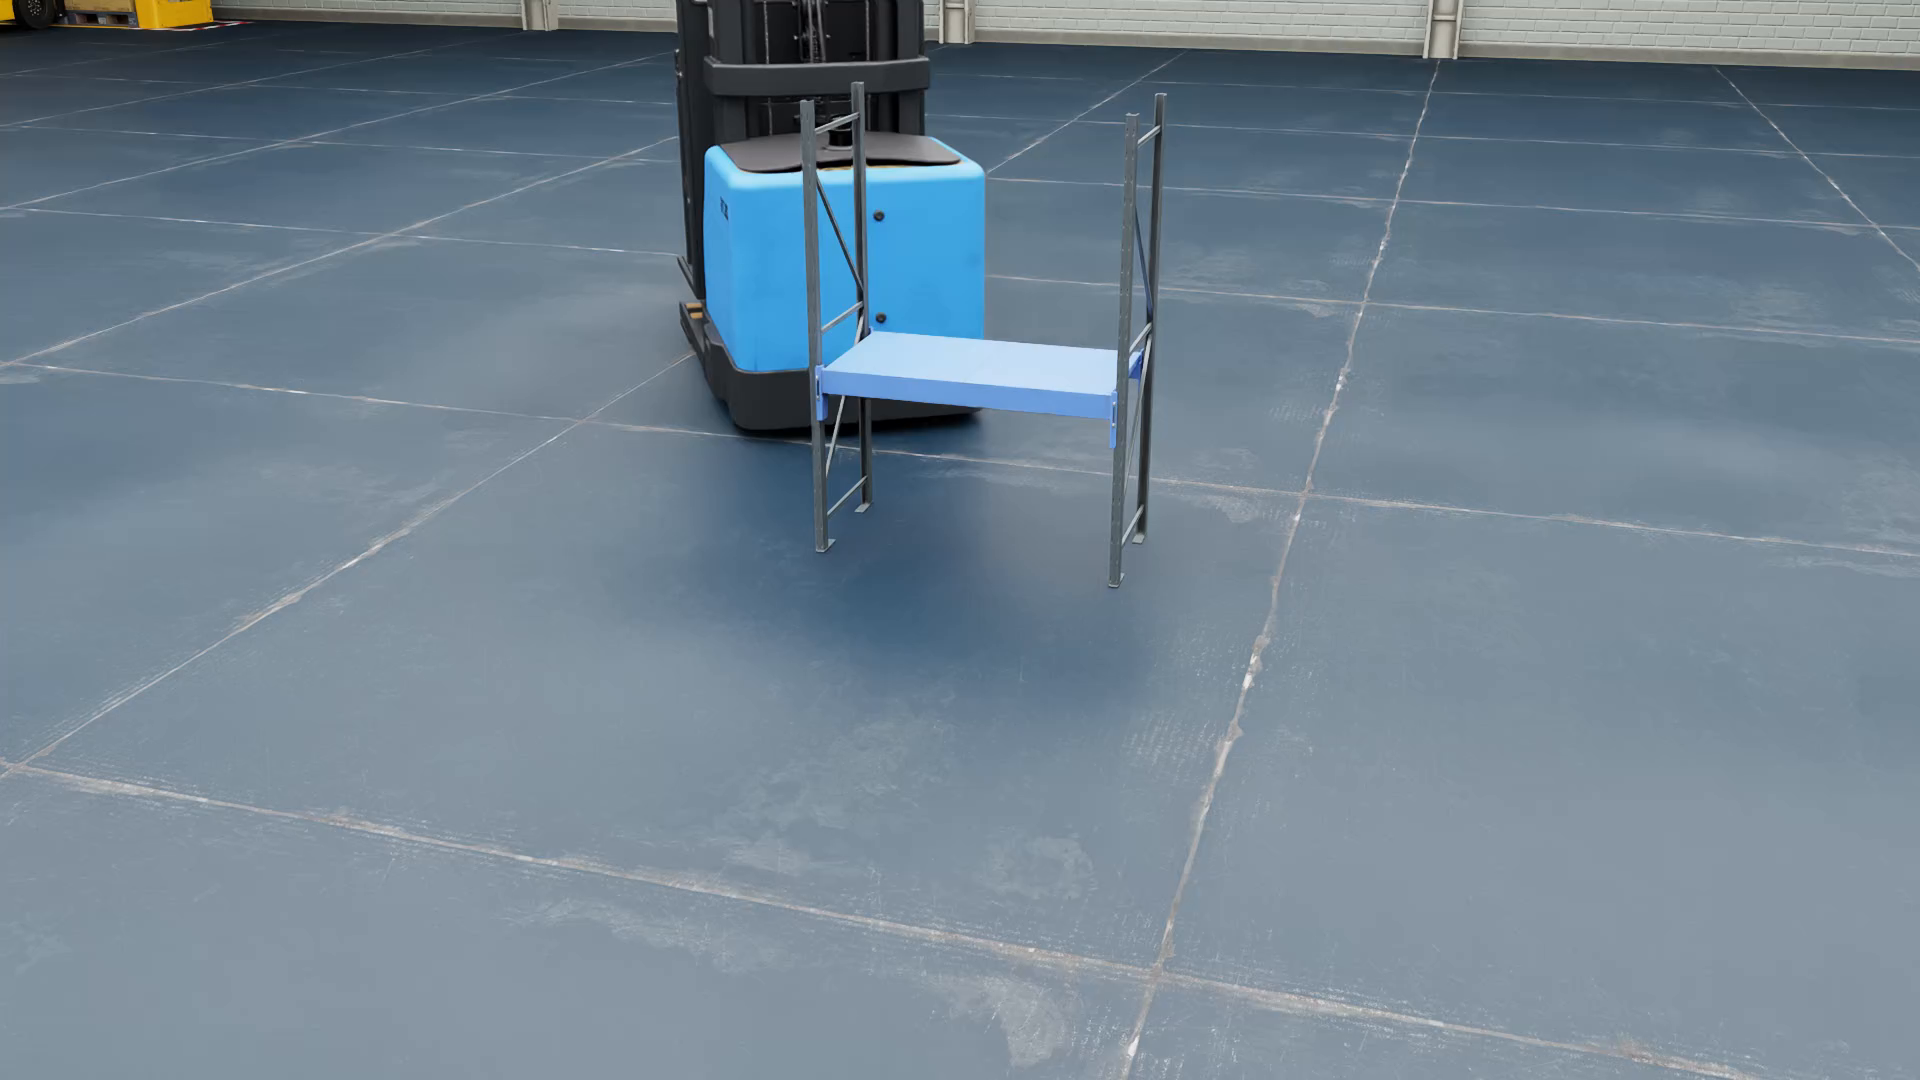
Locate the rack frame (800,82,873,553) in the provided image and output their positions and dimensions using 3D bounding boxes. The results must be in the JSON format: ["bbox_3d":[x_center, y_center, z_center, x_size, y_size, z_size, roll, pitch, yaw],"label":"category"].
[{"bbox_3d":[-0.405,-0.740,5.598,0.032,1.500,0.500,7,23,16],"label":"rack frame"}]

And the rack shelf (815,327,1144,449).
[{"bbox_3d":[0.082,-0.518,5.531,1.000,0.185,0.538,7,23,16],"label":"rack shelf"}]

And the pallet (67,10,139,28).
[{"bbox_3d":[-11.864,-7.472,23.707,1.213,0.211,1.003,7,23,16],"label":"pallet"}]

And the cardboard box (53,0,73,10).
[{"bbox_3d":[-12.610,-7.668,23.582,0.500,0.250,0.500,7,23,16],"label":"cardboard box"}]

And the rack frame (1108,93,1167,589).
[{"bbox_3d":[0.568,-0.629,5.327,0.032,1.500,0.500,7,23,16],"label":"rack frame"}]

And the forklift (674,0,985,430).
[{"bbox_3d":[-0.763,-2.325,7.575,1.130,2.935,3.031,-6,23,-14],"label":"forklift"}]

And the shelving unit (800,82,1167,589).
[{"bbox_3d":[0.082,-0.685,5.463,1.048,1.500,0.538,7,23,16],"label":"shelving unit"}]

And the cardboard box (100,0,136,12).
[{"bbox_3d":[-11.660,-7.552,23.299,0.500,0.250,0.500,7,23,16],"label":"cardboard box"}]

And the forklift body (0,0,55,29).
[{"bbox_3d":[-13.462,-7.846,22.063,1.214,2.155,2.313,7,23,16],"label":"forklift body"}]

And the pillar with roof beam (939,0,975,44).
[{"bbox_3d":[-1.281,-8.993,15.836,0.400,9.000,9.100,7,23,16],"label":"pillar with roof beam"}]

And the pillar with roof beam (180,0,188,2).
[{"bbox_3d":[-12.769,-10.309,19.043,0.400,9.000,9.100,7,23,16],"label":"pillar with roof beam"}]

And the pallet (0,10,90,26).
[{"bbox_3d":[-13.028,-7.606,24.035,1.213,0.211,1.003,7,23,15],"label":"pallet"}]
